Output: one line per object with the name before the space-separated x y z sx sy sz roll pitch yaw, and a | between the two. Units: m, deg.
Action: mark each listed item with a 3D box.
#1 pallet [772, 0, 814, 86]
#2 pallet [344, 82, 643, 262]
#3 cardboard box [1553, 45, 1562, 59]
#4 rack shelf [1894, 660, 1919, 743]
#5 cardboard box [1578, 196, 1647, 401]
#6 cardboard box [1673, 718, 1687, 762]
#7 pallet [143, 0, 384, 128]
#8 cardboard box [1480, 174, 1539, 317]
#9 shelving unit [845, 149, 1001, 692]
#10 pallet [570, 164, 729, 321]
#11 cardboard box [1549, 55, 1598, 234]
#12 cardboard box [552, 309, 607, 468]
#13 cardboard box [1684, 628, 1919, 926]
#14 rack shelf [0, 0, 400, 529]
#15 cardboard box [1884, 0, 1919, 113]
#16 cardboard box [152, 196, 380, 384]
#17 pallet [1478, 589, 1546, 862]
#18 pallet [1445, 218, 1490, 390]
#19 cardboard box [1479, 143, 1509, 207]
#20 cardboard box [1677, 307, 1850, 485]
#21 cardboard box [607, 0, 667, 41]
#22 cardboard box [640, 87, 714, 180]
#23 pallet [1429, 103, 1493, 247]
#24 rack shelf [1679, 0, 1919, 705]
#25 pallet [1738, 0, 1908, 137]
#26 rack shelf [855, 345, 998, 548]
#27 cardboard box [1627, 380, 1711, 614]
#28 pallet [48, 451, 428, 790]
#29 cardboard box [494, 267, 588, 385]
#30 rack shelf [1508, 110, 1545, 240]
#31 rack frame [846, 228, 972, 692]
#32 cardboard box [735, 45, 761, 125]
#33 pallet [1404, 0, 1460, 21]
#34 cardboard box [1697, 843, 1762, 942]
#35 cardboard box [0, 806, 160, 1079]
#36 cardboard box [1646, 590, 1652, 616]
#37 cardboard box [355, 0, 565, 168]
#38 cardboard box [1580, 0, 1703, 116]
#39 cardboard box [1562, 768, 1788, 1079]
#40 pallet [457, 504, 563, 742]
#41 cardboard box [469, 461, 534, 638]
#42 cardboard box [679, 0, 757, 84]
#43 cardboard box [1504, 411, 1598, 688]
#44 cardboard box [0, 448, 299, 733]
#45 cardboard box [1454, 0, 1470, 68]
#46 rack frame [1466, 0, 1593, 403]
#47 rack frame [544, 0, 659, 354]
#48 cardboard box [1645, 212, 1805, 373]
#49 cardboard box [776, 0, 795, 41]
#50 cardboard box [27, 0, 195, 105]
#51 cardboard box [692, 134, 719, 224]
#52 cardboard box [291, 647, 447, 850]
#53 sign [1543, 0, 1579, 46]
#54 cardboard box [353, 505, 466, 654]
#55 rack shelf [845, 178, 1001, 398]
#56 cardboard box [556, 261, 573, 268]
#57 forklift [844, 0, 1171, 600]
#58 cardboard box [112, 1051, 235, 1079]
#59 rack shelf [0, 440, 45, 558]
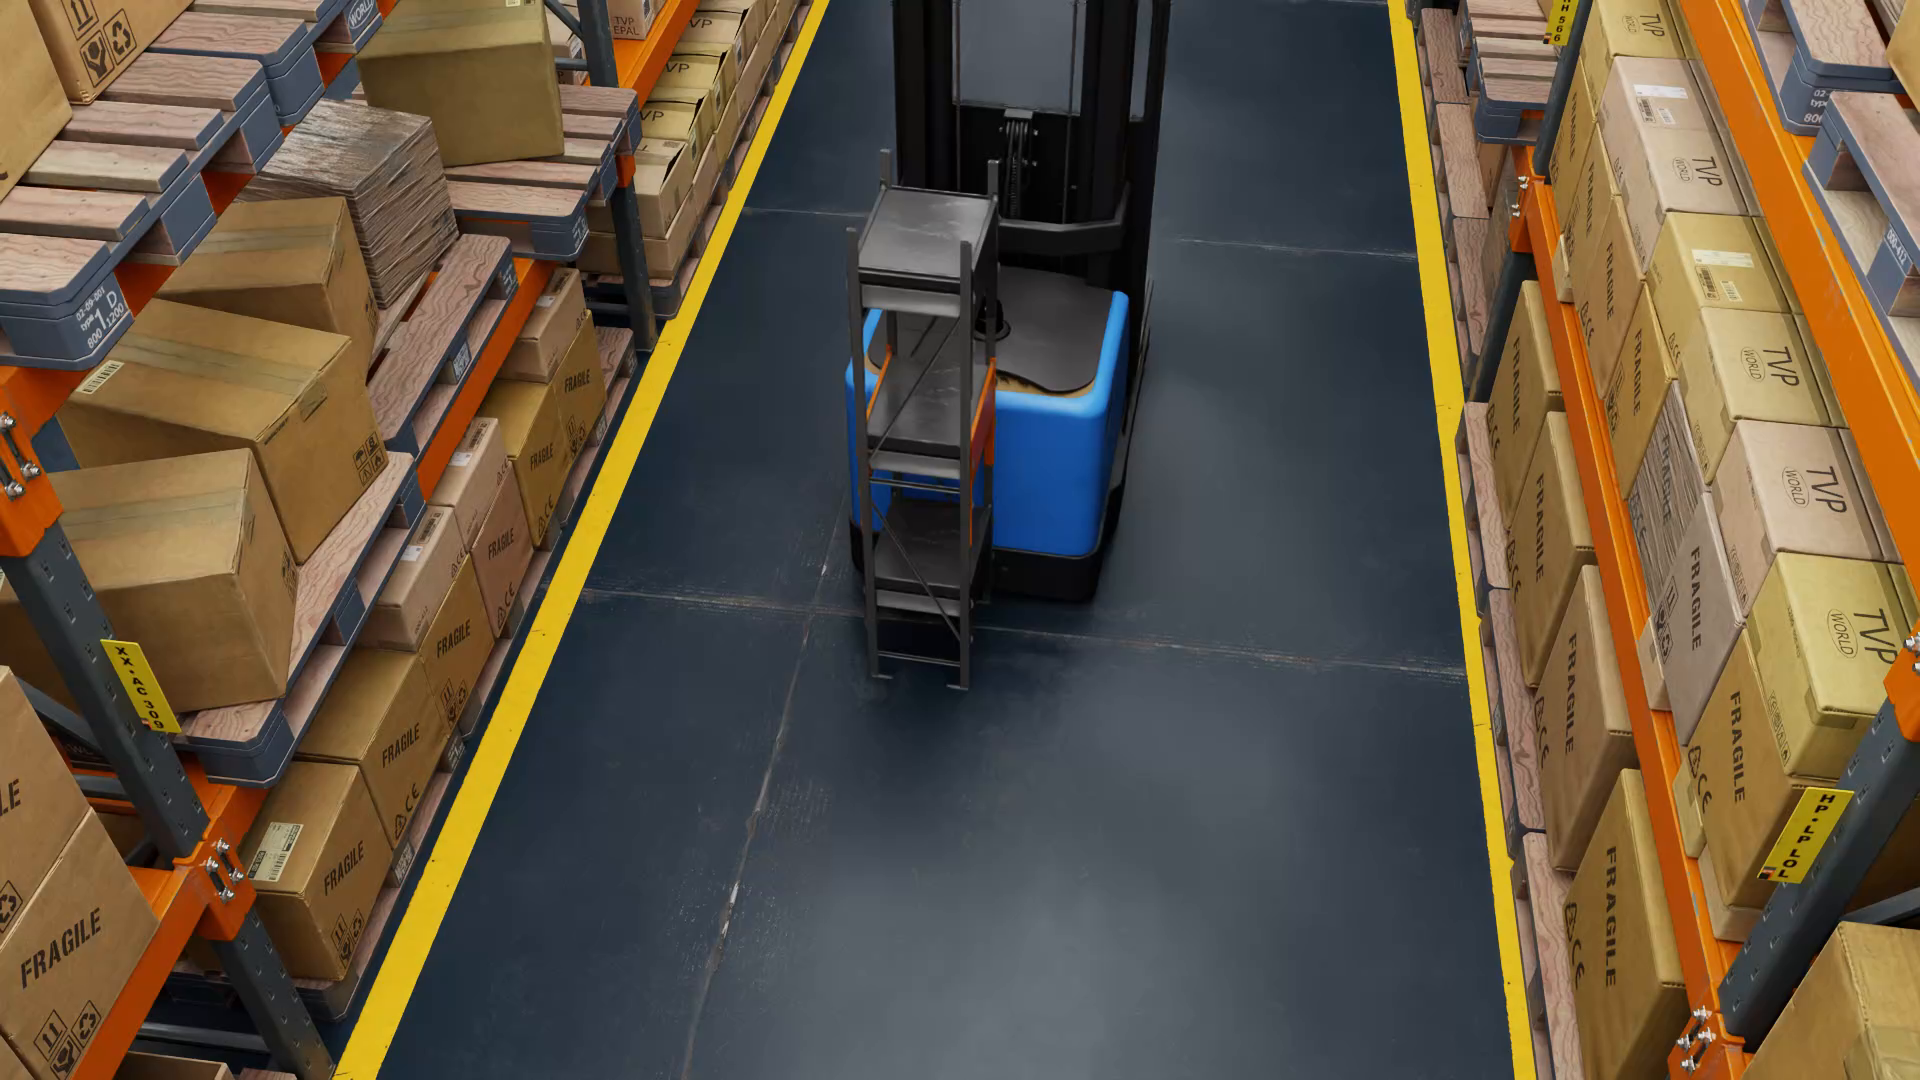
pallet | -1.540 -3.304 10.586 1.003 0.211 1.213 5 44 6
pallet | -2.030 -1.558 6.853 1.213 0.211 1.003 5 44 6
cardboard box | 2.953 -2.166 6.963 0.700 0.500 0.500 1 43 1
rack shelf | 2.108 1.613 1.707 1.077 0.370 4.000 5 44 6
cardboard box | 2.438 -0.798 5.608 0.500 0.500 0.500 5 44 5
cardboard box | 2.225 0.559 4.646 0.380 0.149 0.250 7 44 7
pallet | -2.249 -1.536 4.646 1.213 0.211 1.003 5 44 6
cardboard box | 2.944 -1.396 8.041 0.700 0.500 0.500 6 44 6
shelving unit | -0.115 -0.354 6.097 0.431 2.100 0.503 8 44 8
pallet | -1.862 -1.641 8.830 1.003 0.211 1.213 5 44 6
cardboard box | 2.583 -1.492 6.341 0.500 0.500 0.500 6 44 7
cardboard box | -1.901 -0.689 7.295 0.500 0.500 0.500 7 44 7
cardboard box | 2.183 0.589 4.143 0.500 0.500 0.500 5 44 5
rack shelf | -2.274 -1.561 5.059 1.077 0.370 4.000 5 44 6
cardboard box | 2.607 -1.183 3.743 0.700 0.500 0.500 4 44 5
cardboard box | -2.366 -0.769 5.502 0.700 0.500 0.500 -5 44 -5
pallet | 2.558 0.724 6.332 1.003 0.211 1.213 5 44 6
pallet | 3.006 -1.168 8.330 1.003 0.211 1.213 5 44 6
cardboard box | 3.165 -2.078 8.761 0.700 0.500 0.500 5 44 5
cardboard box | 2.325 -0.383 4.624 0.500 0.250 0.500 6 44 6
cardboard box | -1.699 -2.656 7.938 0.500 0.311 0.500 5 44 5
cardboard box | -1.588 -2.143 8.618 0.500 0.311 0.500 4 44 4
pallet | 3.170 -1.997 9.206 1.003 0.211 1.213 5 44 6
rack shelf | 2.637 -1.113 4.586 1.077 0.370 4.000 5 44 6
pallet | 2.724 -1.463 4.569 1.003 0.211 1.213 7 44 7
rack shelf | -0.115 -0.345 6.107 0.431 0.518 0.480 8 44 8
cardboard box | 2.316 -0.102 4.872 0.500 0.500 0.500 5 44 6
pallet | -2.325 0.165 5.034 1.003 0.211 1.213 5 44 6
cardboard box | -1.904 -0.923 6.996 0.500 0.250 0.500 7 44 7
rack shelf | 3.165 -2.750 8.496 1.077 0.370 4.000 5 44 6
rack frame | -0.161 -0.190 5.923 0.400 2.100 0.015 8 44 8
cardboard box | -1.453 -2.627 9.538 0.500 0.250 0.500 6 44 6
pallet | 3.484 -3.823 11.134 1.003 0.211 1.213 5 44 6
cardboard box | 2.136 0.905 4.280 0.380 0.149 0.250 6 44 6
cardboard box | -2.350 0.958 3.984 0.500 0.500 0.500 6 44 6
cardboard box | 2.300 0.213 5.012 0.380 0.149 0.250 5 44 6
cardboard box | -1.981 -1.846 6.639 0.700 0.500 0.500 -8 44 -9
cardboard box | 2.582 -1.767 6.085 0.500 0.250 0.500 6 44 7
cardboard box | 2.329 1.251 5.005 0.750 0.750 0.750 6 44 6
pallet | -2.310 0.251 6.832 1.003 0.211 1.213 5 44 6
cardboard box | -2.033 0.021 6.544 0.500 0.500 0.500 4 44 4
cardboard box | -1.451 -2.841 9.355 0.500 0.311 0.500 5 44 5
cardboard box | 2.552 0.065 6.257 0.750 0.750 0.750 5 44 5
cardboard box | -2.254 0.139 4.544 0.700 0.500 0.500 -8 44 -9
cardboard box | 3.349 -3.123 9.865 0.700 0.500 0.500 7 44 7
rack frame | 2.901 -1.648 6.809 1.000 3.000 0.127 5 44 6
rack frame | -2.010 -2.096 7.282 1.000 3.000 0.127 5 44 6
cardboard box | 2.392 -0.730 4.991 0.500 0.250 0.500 4 44 5
cardboard box | -1.317 -3.323 10.272 0.500 0.250 0.500 5 44 5
cardboard box | -2.333 -1.479 3.997 0.600 0.600 0.600 5 44 5
cardboard box | -1.584 -1.923 8.794 0.500 0.250 0.500 4 44 4
cardboard box | -2.174 0.706 5.821 0.500 0.500 0.500 6 44 6
sign | 2.362 -2.083 6.484 0.100 0.325 0.005 5 44 6
cardboard box | -2.101 0.117 5.898 0.500 0.250 0.500 5 44 6
rack shelf | -0.115 -0.853 5.625 0.431 0.518 0.480 8 44 8
cardboard box | -2.182 -1.631 8.485 0.500 0.250 0.500 6 44 7
forklift | 0.323 -1.840 7.062 1.130 2.935 3.031 8 44 8
cardboard box | -2.333 1.792 4.674 0.500 0.500 0.500 5 44 6
rack shelf | -2.803 1.165 2.180 1.077 0.370 4.000 5 44 6
